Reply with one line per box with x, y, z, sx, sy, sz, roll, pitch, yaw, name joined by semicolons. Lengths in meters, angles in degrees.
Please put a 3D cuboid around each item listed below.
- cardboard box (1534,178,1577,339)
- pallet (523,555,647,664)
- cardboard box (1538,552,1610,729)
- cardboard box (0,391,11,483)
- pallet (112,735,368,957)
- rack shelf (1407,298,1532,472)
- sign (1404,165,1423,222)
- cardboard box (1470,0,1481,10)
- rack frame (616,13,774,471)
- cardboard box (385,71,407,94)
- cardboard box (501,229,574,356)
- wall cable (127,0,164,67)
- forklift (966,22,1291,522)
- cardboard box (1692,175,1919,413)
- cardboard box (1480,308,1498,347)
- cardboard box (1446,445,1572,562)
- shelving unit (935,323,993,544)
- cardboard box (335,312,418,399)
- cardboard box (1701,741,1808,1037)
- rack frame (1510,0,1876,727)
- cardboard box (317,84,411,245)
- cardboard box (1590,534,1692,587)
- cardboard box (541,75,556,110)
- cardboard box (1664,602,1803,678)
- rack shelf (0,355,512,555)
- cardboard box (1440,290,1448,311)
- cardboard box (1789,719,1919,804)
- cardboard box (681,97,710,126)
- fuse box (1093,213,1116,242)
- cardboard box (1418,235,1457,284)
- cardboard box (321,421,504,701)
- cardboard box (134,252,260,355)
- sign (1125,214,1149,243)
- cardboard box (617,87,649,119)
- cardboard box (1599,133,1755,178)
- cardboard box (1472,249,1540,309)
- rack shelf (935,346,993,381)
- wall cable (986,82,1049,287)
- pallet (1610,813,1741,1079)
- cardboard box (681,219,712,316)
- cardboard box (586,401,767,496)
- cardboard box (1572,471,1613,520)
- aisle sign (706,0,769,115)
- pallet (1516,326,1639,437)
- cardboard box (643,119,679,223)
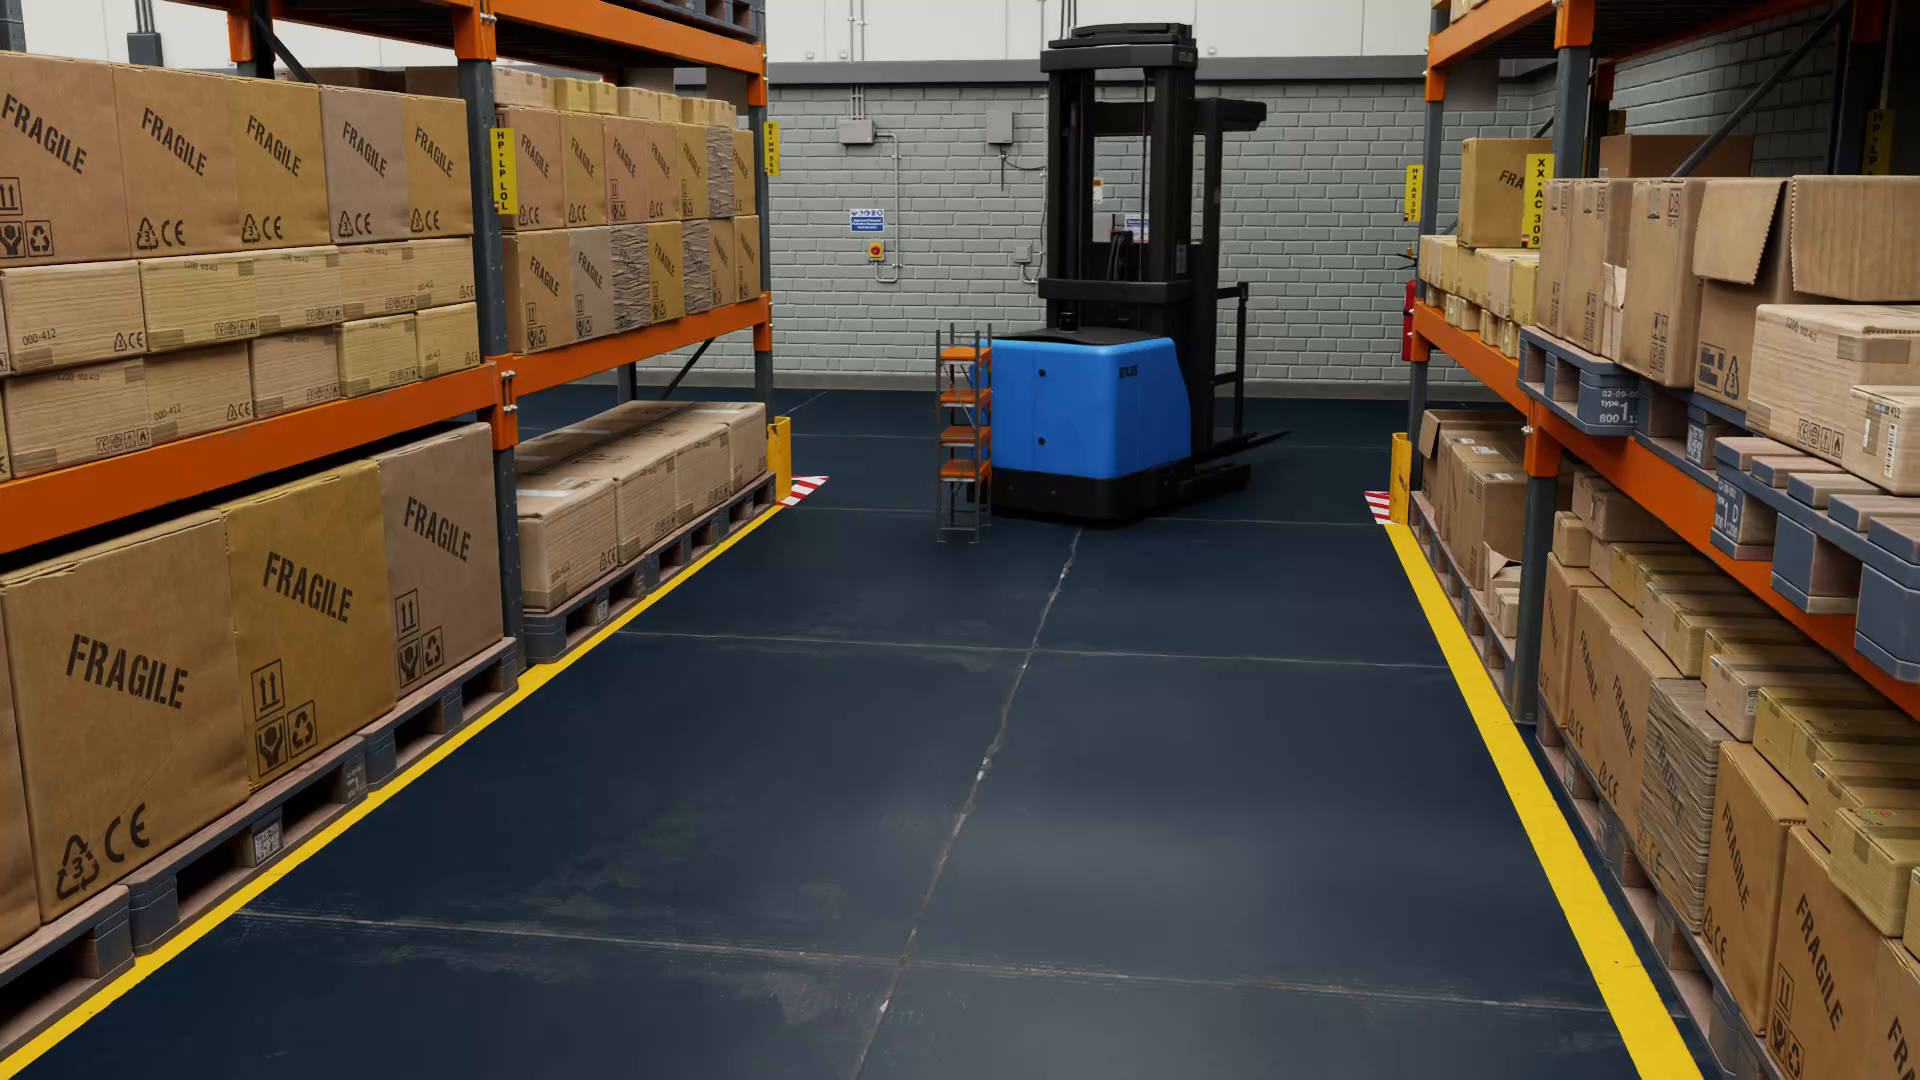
2.294;-0.924;5.426;0.700;0.500;0.500;2;12;10;cardboard box
-2.121;0.284;7.673;1.003;0.211;1.213;2;12;9;pallet
2.293;0.347;5.700;0.500;0.500;0.500;2;12;11;cardboard box
-2.545;-0.218;3.742;0.500;0.250;0.500;2;12;7;cardboard box
-2.545;0.858;5.012;1.003;0.211;1.213;2;12;9;pallet
2.897;-0.828;7.922;1.077;0.370;4.000;2;12;9;rack shelf
2.669;-2.036;9.768;0.100;0.325;0.005;2;12;9;sign
2.594;-2.564;7.749;0.380;0.149;0.250;2;12;9;cardboard box
-1.700;-1.756;10.521;1.000;3.000;0.127;2;12;9;rack frame
-2.435;-1.904;7.056;0.380;0.149;0.250;2;12;10;cardboard box
-1.985;-1.061;7.060;0.500;0.500;0.500;2;12;11;cardboard box
-7.217;-7.648;15.983;2.277;5.999;0.120;2;12;9;wall cable
1.289;-1.799;10.884;1.130;2.935;3.031;8;15;34;forklift
2.043;-0.532;3.600;0.797;0.503;0.637;2;12;7;cardboard box
2.503;-0.932;7.296;0.380;0.149;0.250;2;12;8;cardboard box
2.667;-0.171;8.105;0.500;0.500;0.500;2;12;10;cardboard box
0.025;-0.621;9.527;0.258;1.200;0.503;2;12;9;shelving unit
-2.215;-0.642;5.710;0.500;0.250;0.500;2;12;8;cardboard box
1.992;0.778;3.698;0.500;0.500;0.500;2;12;11;cardboard box
2.590;-0.763;5.914;1.000;3.000;0.127;2;12;9;rack frame
-2.208;-1.252;5.571;0.500;0.500;0.500;2;12;10;cardboard box
2.305;0.063;5.479;0.380;0.149;0.250;2;12;7;cardboard box
-1.989;-1.944;7.242;0.380;0.149;0.250;2;12;8;cardboard box
2.133;0.276;4.488;0.380;0.149;0.250;2;12;11;cardboard box
-2.623;-0.155;4.801;1.077;0.370;4.000;2;12;9;rack shelf
2.890;-1.359;9.275;0.380;0.149;0.250;2;12;10;cardboard box
1.981;0.493;3.481;0.380;0.149;0.250;2;12;10;cardboard box
-1.609;-2.368;9.212;0.380;0.149;0.250;2;12;10;cardboard box
1.197;-2.202;15.650;0.539;1.711;0.414;2;12;9;fuse box
2.869;-1.582;9.365;0.500;0.250;0.500;2;12;9;cardboard box
-2.332;0.042;6.226;0.875;0.875;0.875;2;12;10;cardboard box
-2.348;-0.675;4.675;0.500;0.250;0.500;2;12;10;cardboard box
1.717;-2.813;15.650;0.329;0.494;0.001;2;12;9;sign
-1.758;-2.152;8.207;0.380;0.149;0.250;2;12;9;cardboard box
3.082;-1.503;7.218;0.500;0.500;0.500;2;12;7;cardboard box
2.579;-1.157;7.393;0.500;0.250;0.500;2;12;8;cardboard box
0.025;-1.005;9.444;0.258;0.148;0.480;2;12;9;rack shelf
0.547;-3.383;15.662;0.588;1.984;0.122;2;12;9;wall cable
2.317;1.025;4.235;1.003;0.211;1.213;2;12;9;pallet
-1.674;-1.484;9.023;0.500;0.500;0.500;2;12;10;cardboard box
-1.703;-0.568;10.094;0.875;0.438;0.875;1;12;7;cardboard box
2.332;-0.141;5.718;0.380;0.149;0.250;2;12;8;cardboard box
-1.383;-3.032;10.270;0.394;0.787;0.004;2;12;9;aisle sign
2.359;-0.506;5.179;1.003;0.211;1.213;2;12;9;pallet
-1.749;-1.868;8.431;0.500;0.500;0.500;2;12;8;cardboard box
